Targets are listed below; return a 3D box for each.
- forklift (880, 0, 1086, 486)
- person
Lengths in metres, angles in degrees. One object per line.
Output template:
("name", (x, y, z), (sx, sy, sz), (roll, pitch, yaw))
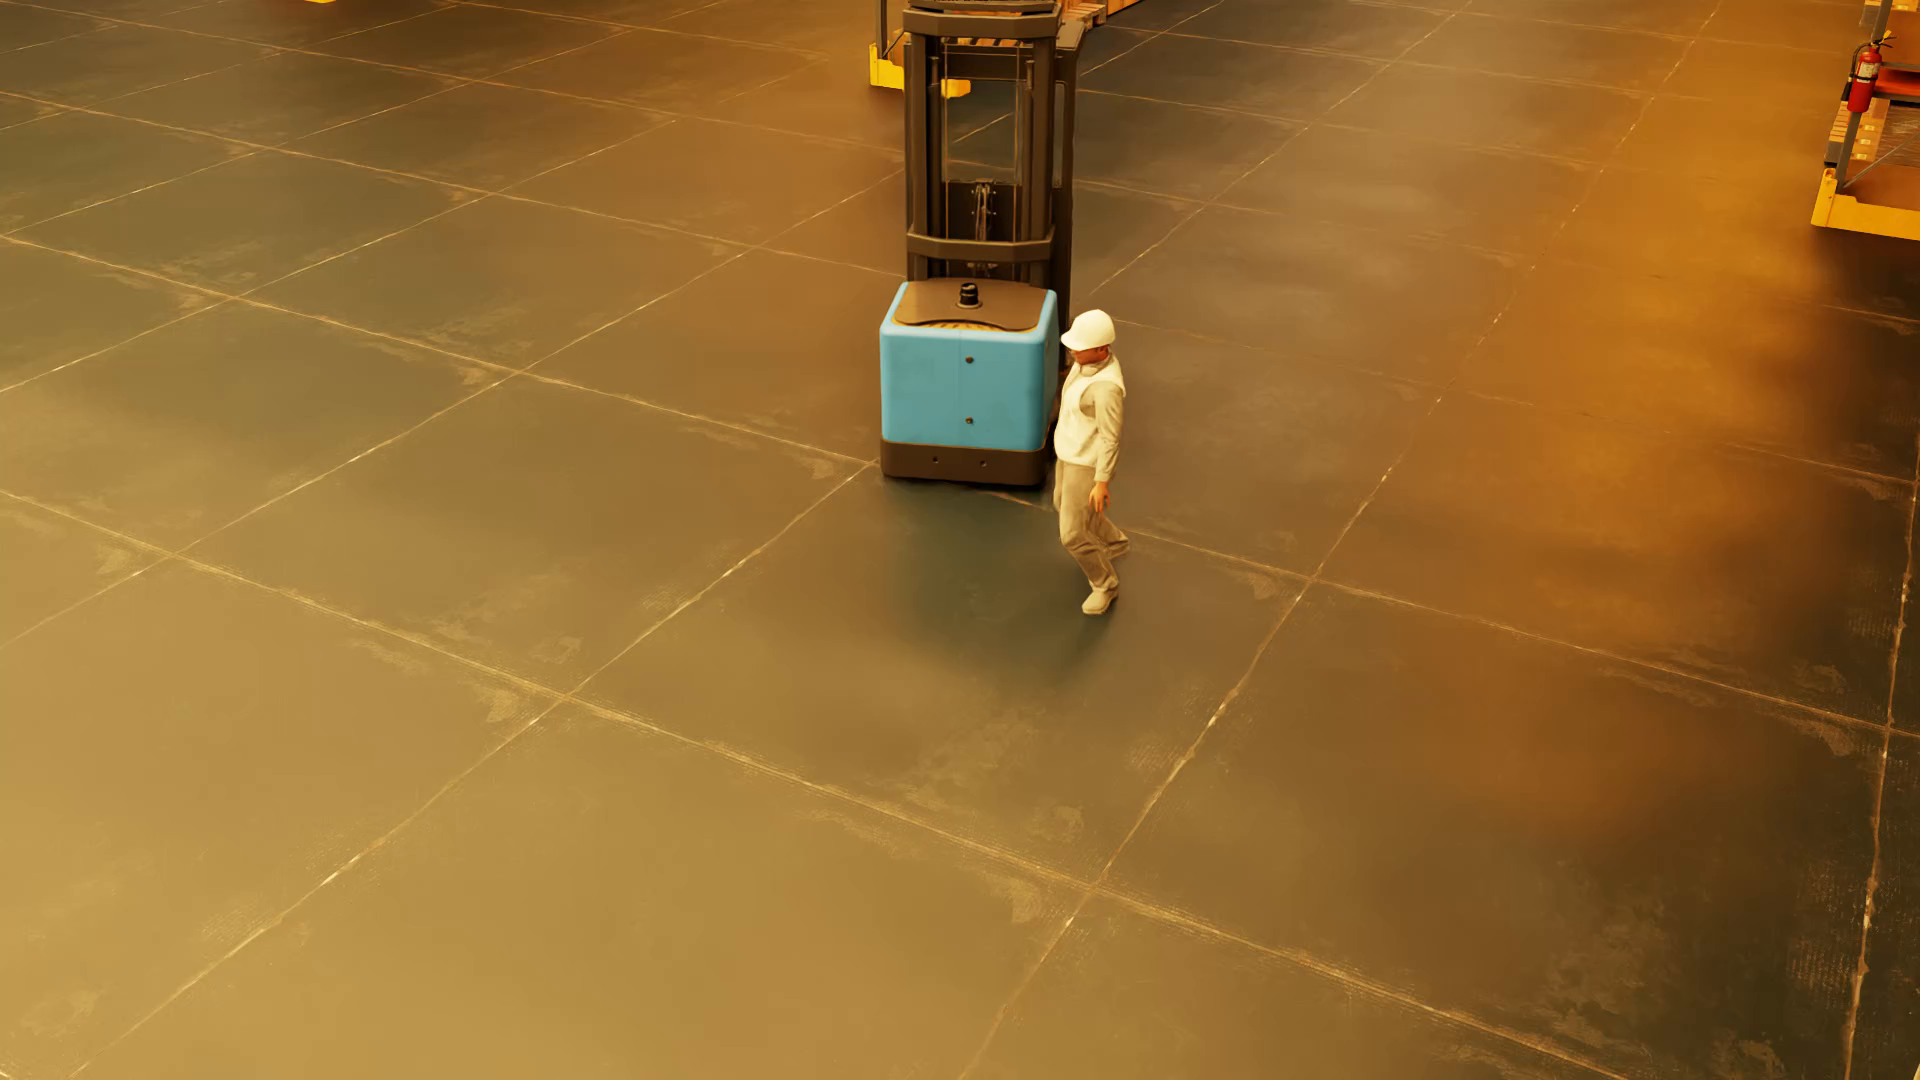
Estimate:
("forklift", (0.225, -2.328, 11.105), (1.130, 2.935, 3.031), (4, 30, 7))
("person", (0.765, -0.524, 9.226), (0.486, 1.699, 0.873), (-1, 30, -2))
